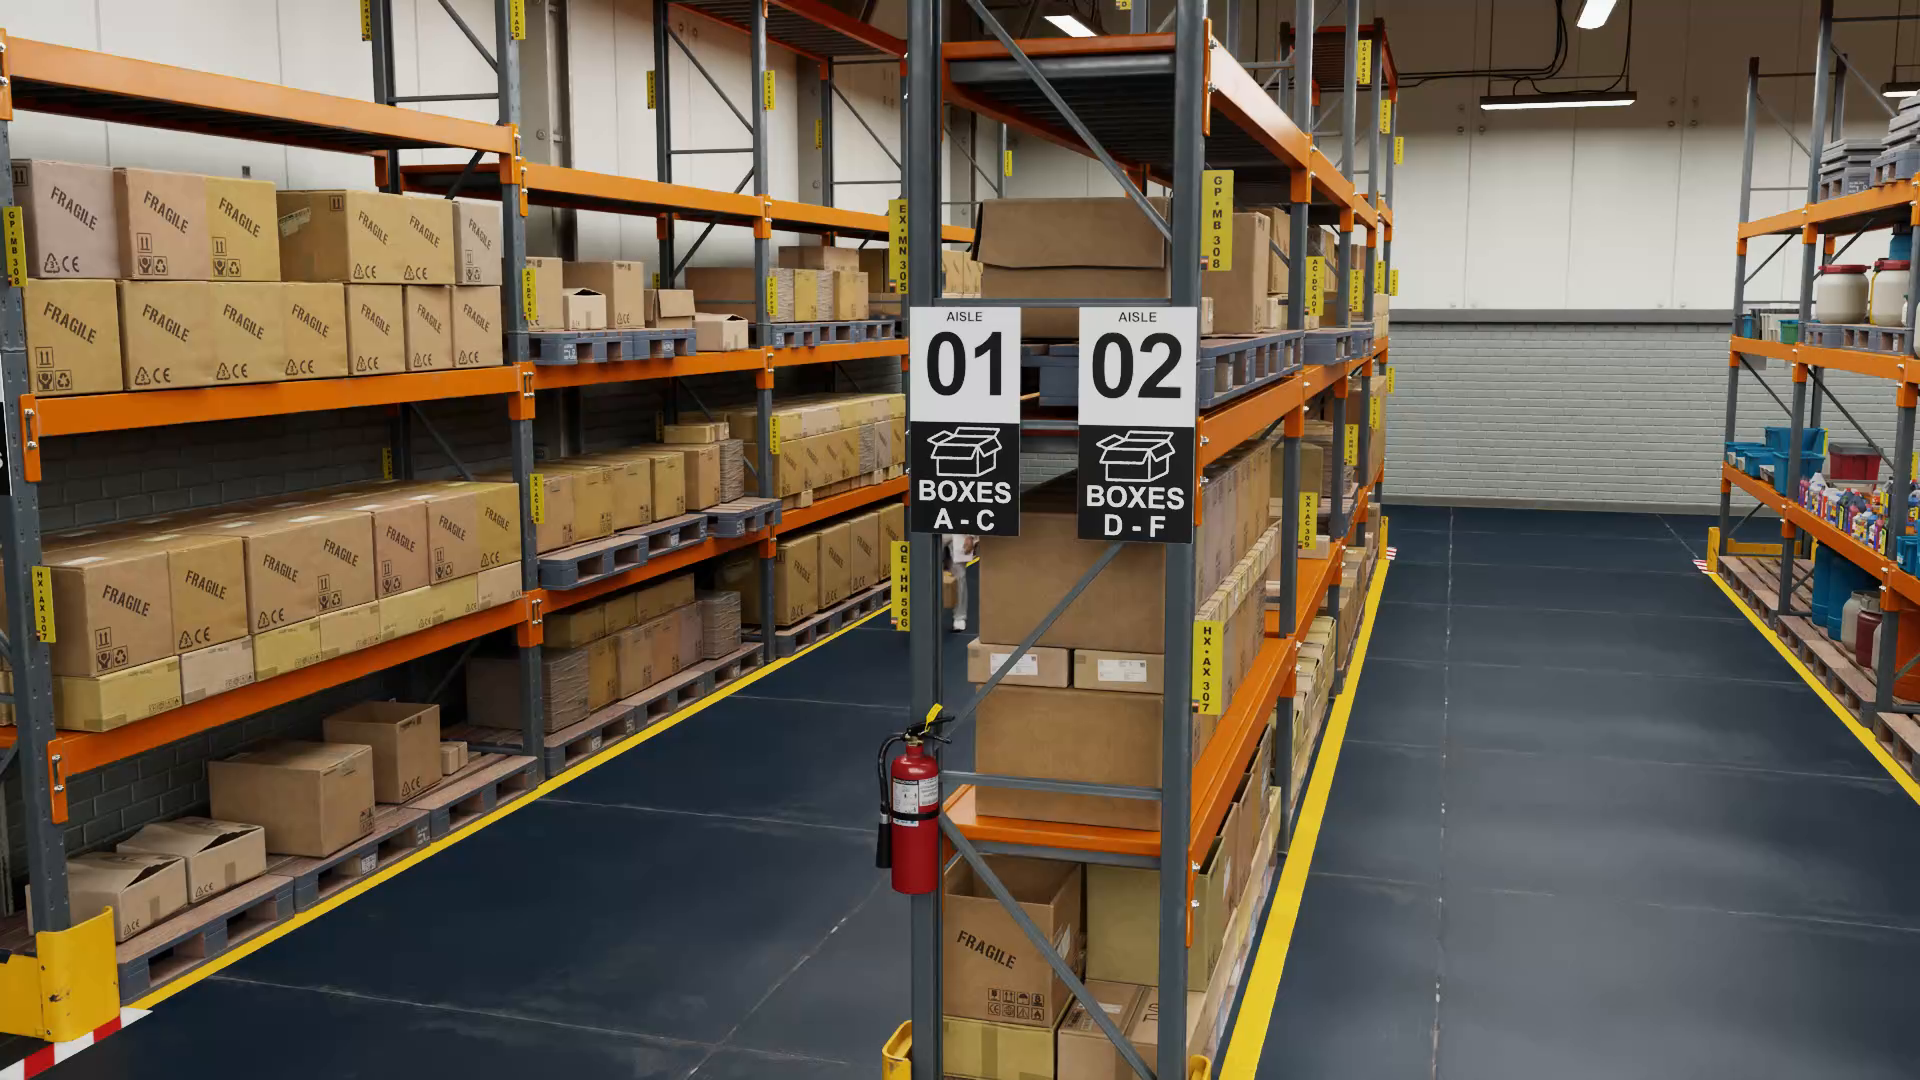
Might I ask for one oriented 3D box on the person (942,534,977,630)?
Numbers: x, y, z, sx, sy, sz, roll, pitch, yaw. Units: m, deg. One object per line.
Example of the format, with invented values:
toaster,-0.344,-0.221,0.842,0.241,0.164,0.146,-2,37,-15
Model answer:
person,-0.113,-0.007,16.424,0.596,1.776,0.424,2,8,14
